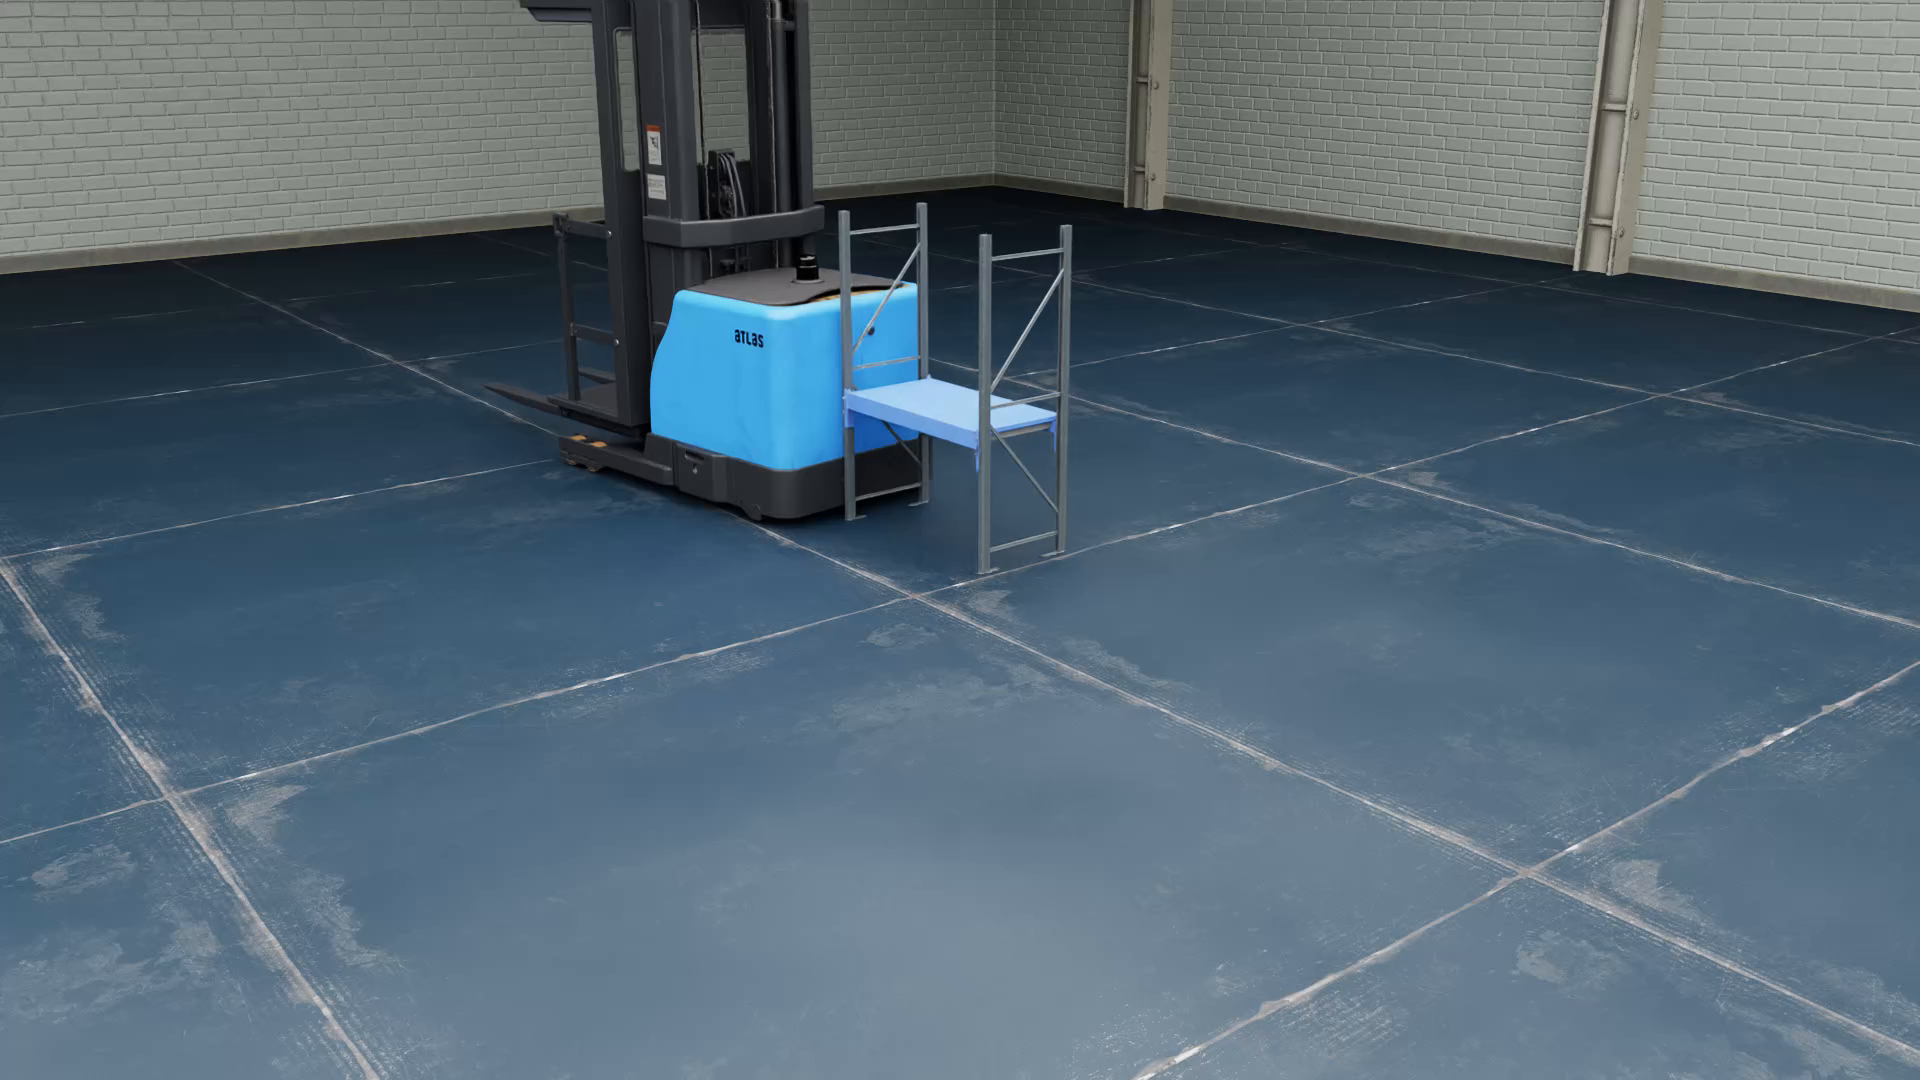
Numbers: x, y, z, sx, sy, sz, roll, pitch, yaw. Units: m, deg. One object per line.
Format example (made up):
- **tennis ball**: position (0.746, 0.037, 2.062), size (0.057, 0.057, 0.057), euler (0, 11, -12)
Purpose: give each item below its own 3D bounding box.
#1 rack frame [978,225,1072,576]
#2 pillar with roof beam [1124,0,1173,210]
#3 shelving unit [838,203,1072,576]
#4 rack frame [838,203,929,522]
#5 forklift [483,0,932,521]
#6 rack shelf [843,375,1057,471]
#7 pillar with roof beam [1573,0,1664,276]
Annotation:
- **rack frame**: position (0.283, -0.606, 7.305), size (0.500, 1.500, 0.032), euler (-14, 23, -37)
- **pillar with roof beam**: position (-1.179, -7.394, 15.876), size (9.100, 9.000, 0.400), euler (-14, 23, -36)
- **shelving unit**: position (-0.038, -0.729, 7.679), size (0.538, 1.500, 1.048), euler (-14, 23, -37)
- **rack frame**: position (-0.360, -0.853, 8.053), size (0.500, 1.500, 0.032), euler (-14, 23, -37)
- **forklift**: position (-1.549, -1.859, 8.813), size (3.031, 2.935, 1.130), euler (17, 25, 41)
- **rack shelf**: position (-0.038, -0.559, 7.736), size (0.538, 0.185, 1.000), euler (-14, 23, -37)
- **pillar with roof beam**: position (2.546, -5.915, 11.411), size (9.100, 9.000, 0.400), euler (-14, 23, -36)
